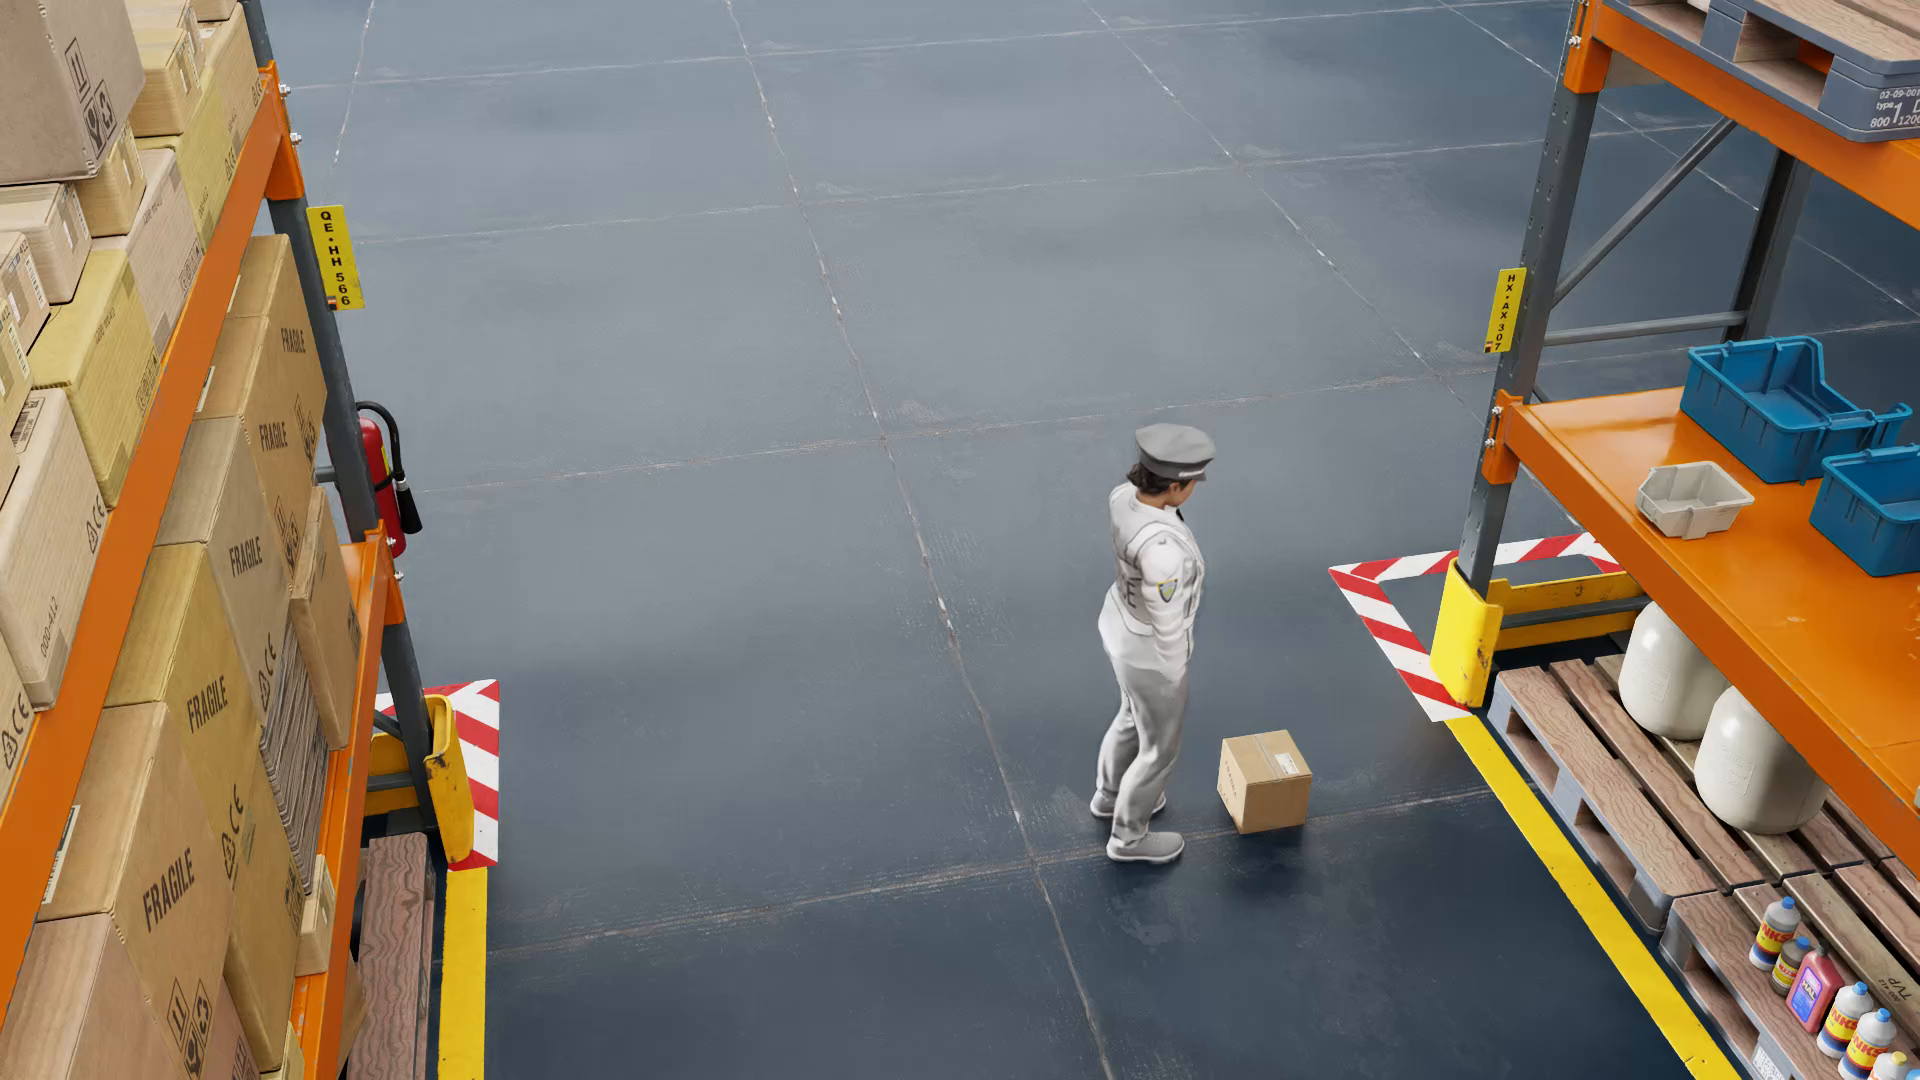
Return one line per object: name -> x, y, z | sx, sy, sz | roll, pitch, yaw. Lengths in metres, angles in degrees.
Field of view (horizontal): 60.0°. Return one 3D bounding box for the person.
person -> 0.638, 0.359, 5.632 | 0.321, 1.661, 0.475 | -7, 35, -9
